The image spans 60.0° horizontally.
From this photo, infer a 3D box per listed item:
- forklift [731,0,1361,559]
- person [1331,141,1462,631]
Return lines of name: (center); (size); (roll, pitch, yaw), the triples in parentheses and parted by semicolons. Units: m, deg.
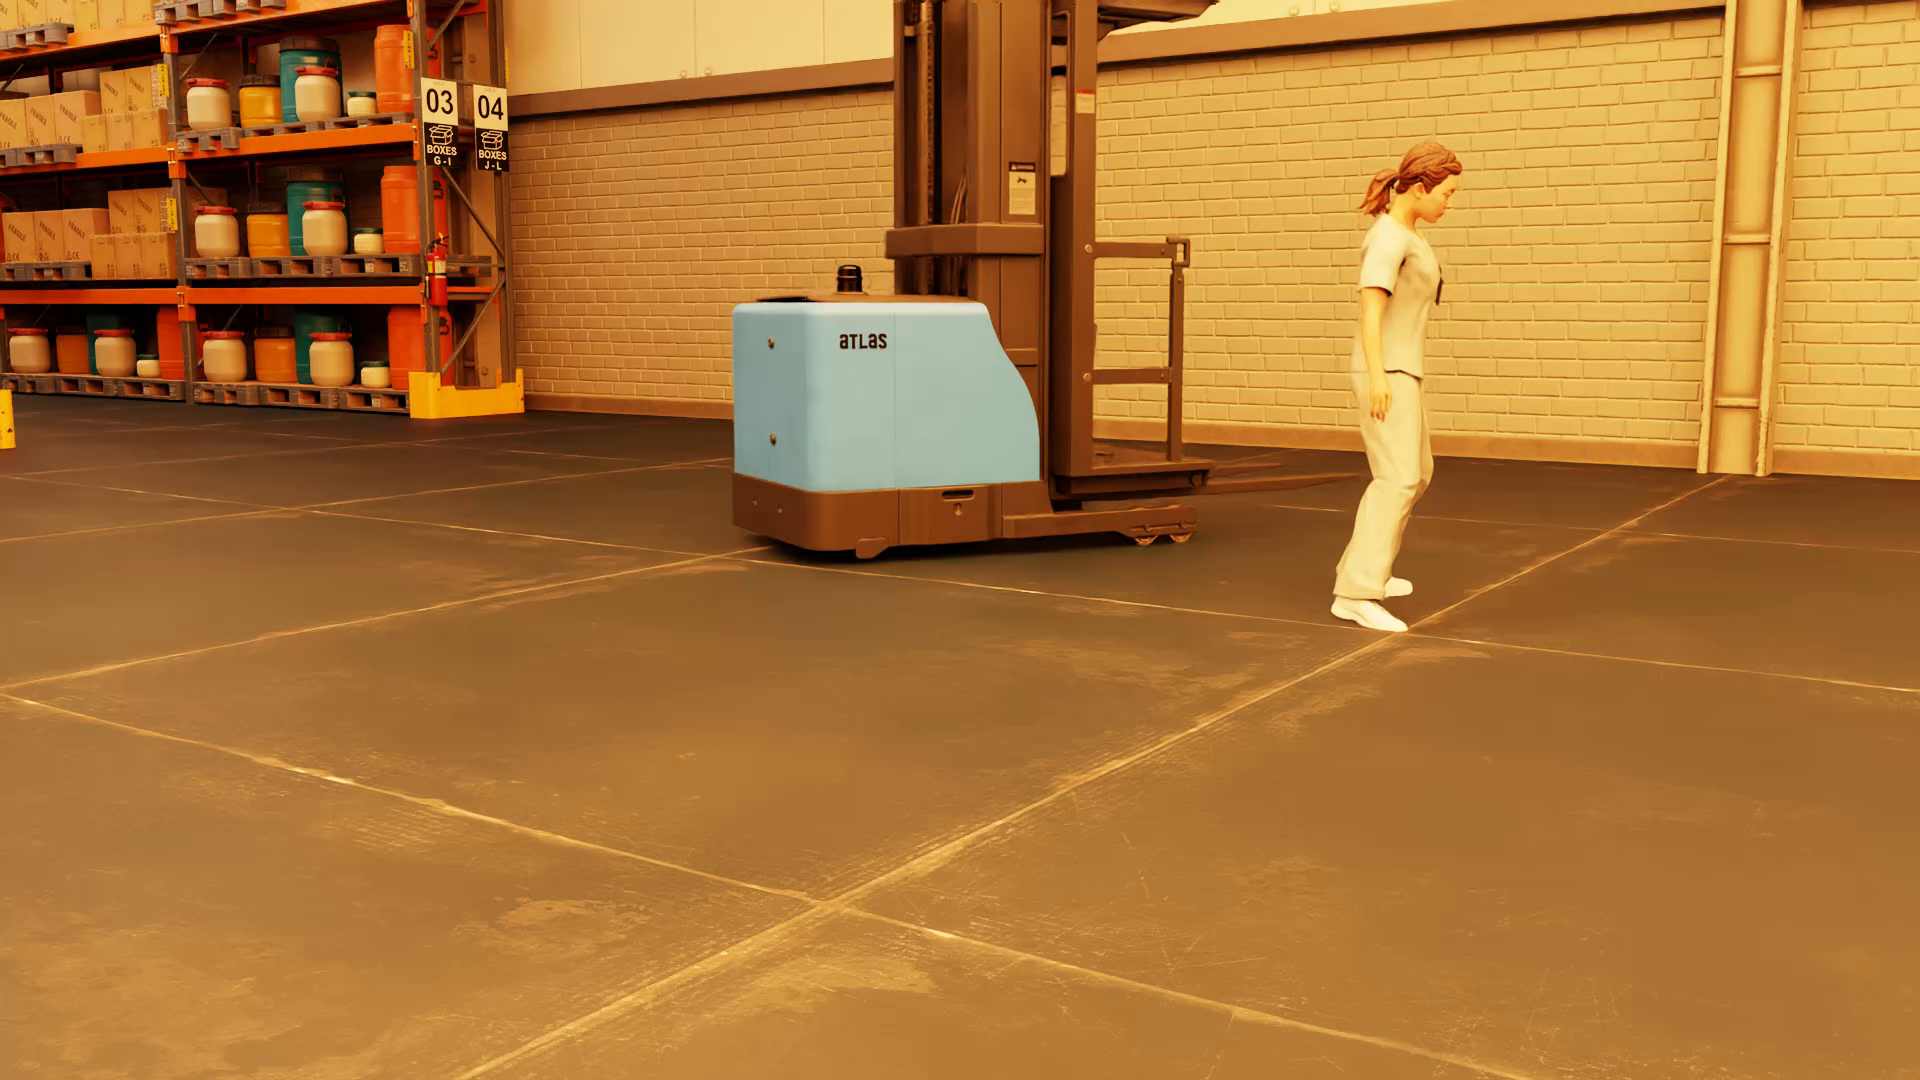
forklift: (0.505, -1.494, 7.700); (3.031, 2.935, 1.130); (-4, 9, -28)
person: (1.518, -0.546, 5.801); (0.385, 1.638, 0.864); (2, 8, 15)
